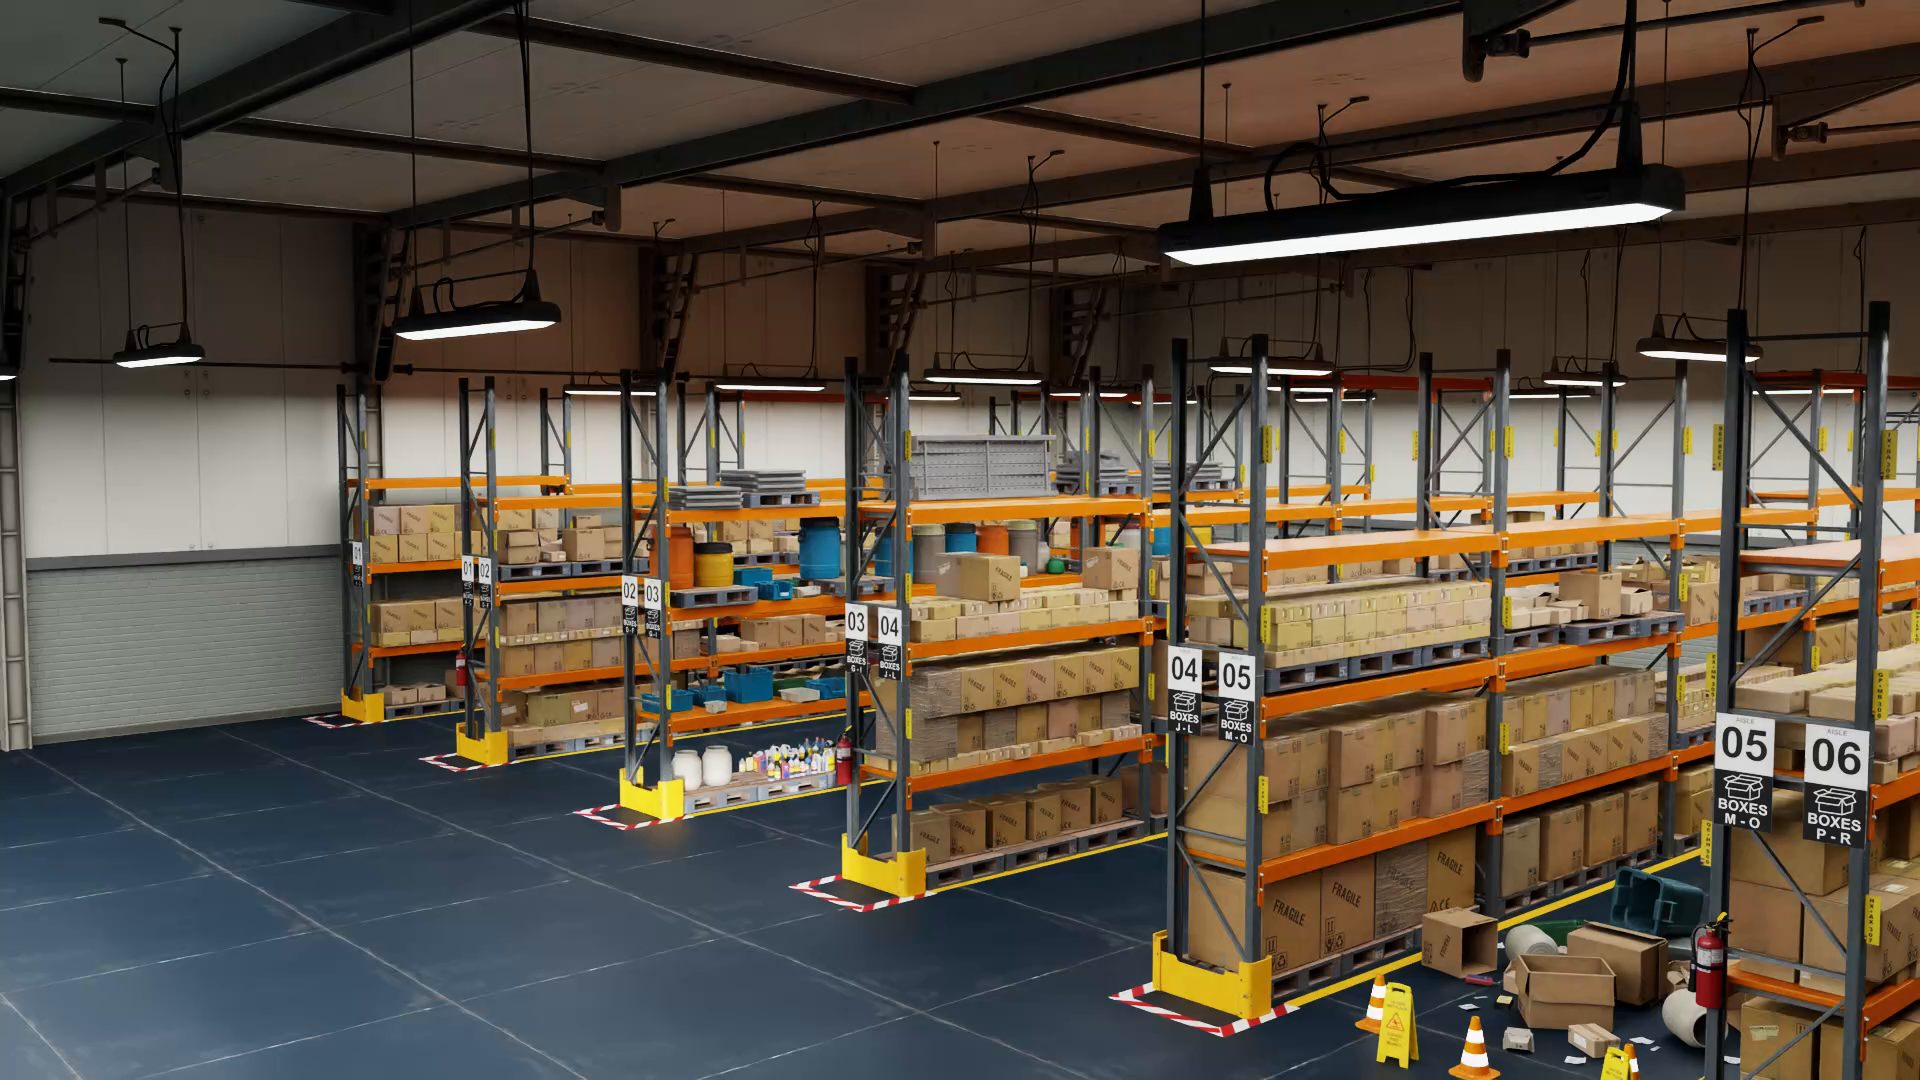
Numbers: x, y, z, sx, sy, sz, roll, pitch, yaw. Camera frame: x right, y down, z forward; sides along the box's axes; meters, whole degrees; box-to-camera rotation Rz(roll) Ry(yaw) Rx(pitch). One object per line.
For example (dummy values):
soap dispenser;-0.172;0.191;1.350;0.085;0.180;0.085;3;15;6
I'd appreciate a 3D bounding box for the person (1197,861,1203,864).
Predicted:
person;2.843;3.112;18.345;0.650;1.752;0.589;-3;5;-39
